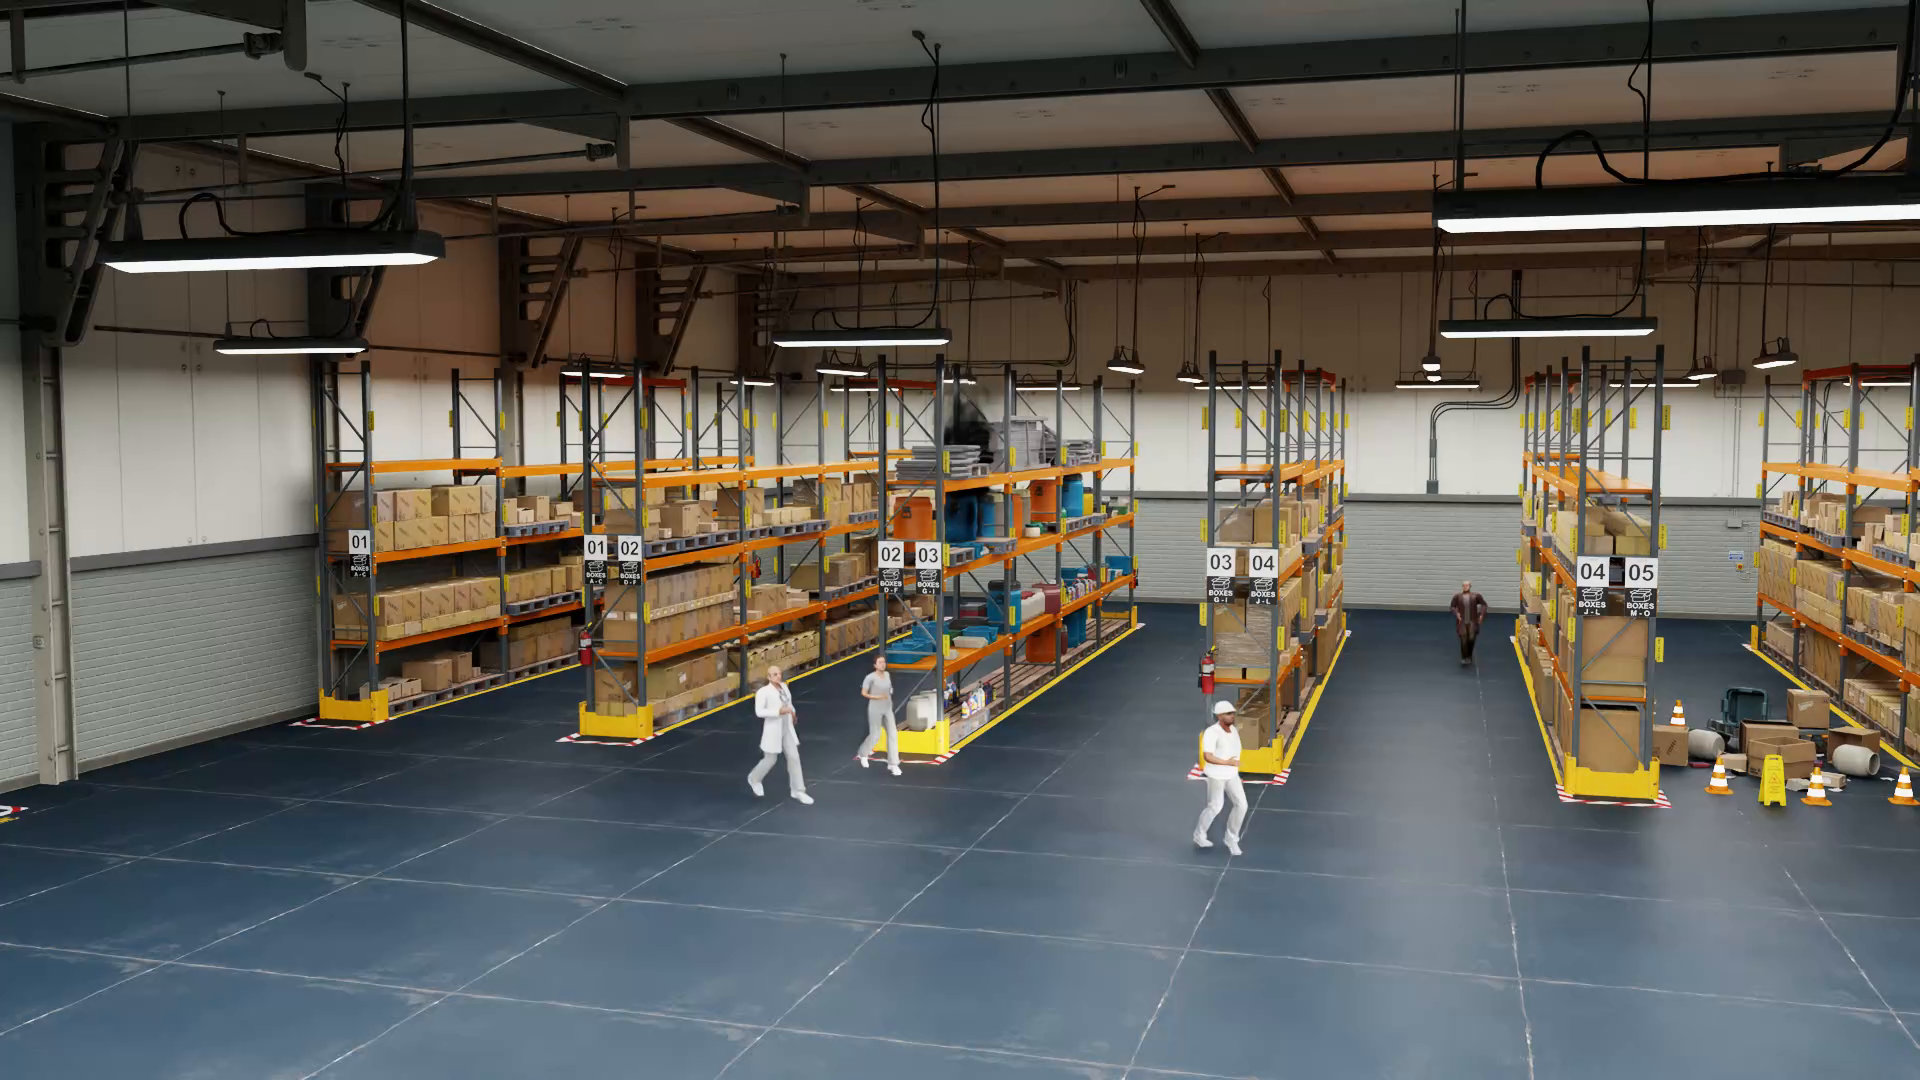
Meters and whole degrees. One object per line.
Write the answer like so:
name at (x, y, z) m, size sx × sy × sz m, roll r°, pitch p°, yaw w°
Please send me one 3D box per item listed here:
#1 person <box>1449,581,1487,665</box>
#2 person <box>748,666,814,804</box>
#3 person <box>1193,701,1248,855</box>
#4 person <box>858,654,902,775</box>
person at (10.374, 1.701, 34.007) m, size 0.722 × 1.735 × 0.660 m, roll 2°, pitch 4°, yaw 21°
person at (-2.366, 2.533, 21.867) m, size 0.731 × 1.758 × 1.116 m, roll -4°, pitch 6°, yaw -43°
person at (3.051, 2.769, 19.234) m, size 0.720 × 1.841 × 0.744 m, roll -4°, pitch 5°, yaw -42°
person at (-1.160, 2.468, 23.694) m, size 0.863 × 1.688 × 0.593 m, roll 4°, pitch 6°, yaw 44°
